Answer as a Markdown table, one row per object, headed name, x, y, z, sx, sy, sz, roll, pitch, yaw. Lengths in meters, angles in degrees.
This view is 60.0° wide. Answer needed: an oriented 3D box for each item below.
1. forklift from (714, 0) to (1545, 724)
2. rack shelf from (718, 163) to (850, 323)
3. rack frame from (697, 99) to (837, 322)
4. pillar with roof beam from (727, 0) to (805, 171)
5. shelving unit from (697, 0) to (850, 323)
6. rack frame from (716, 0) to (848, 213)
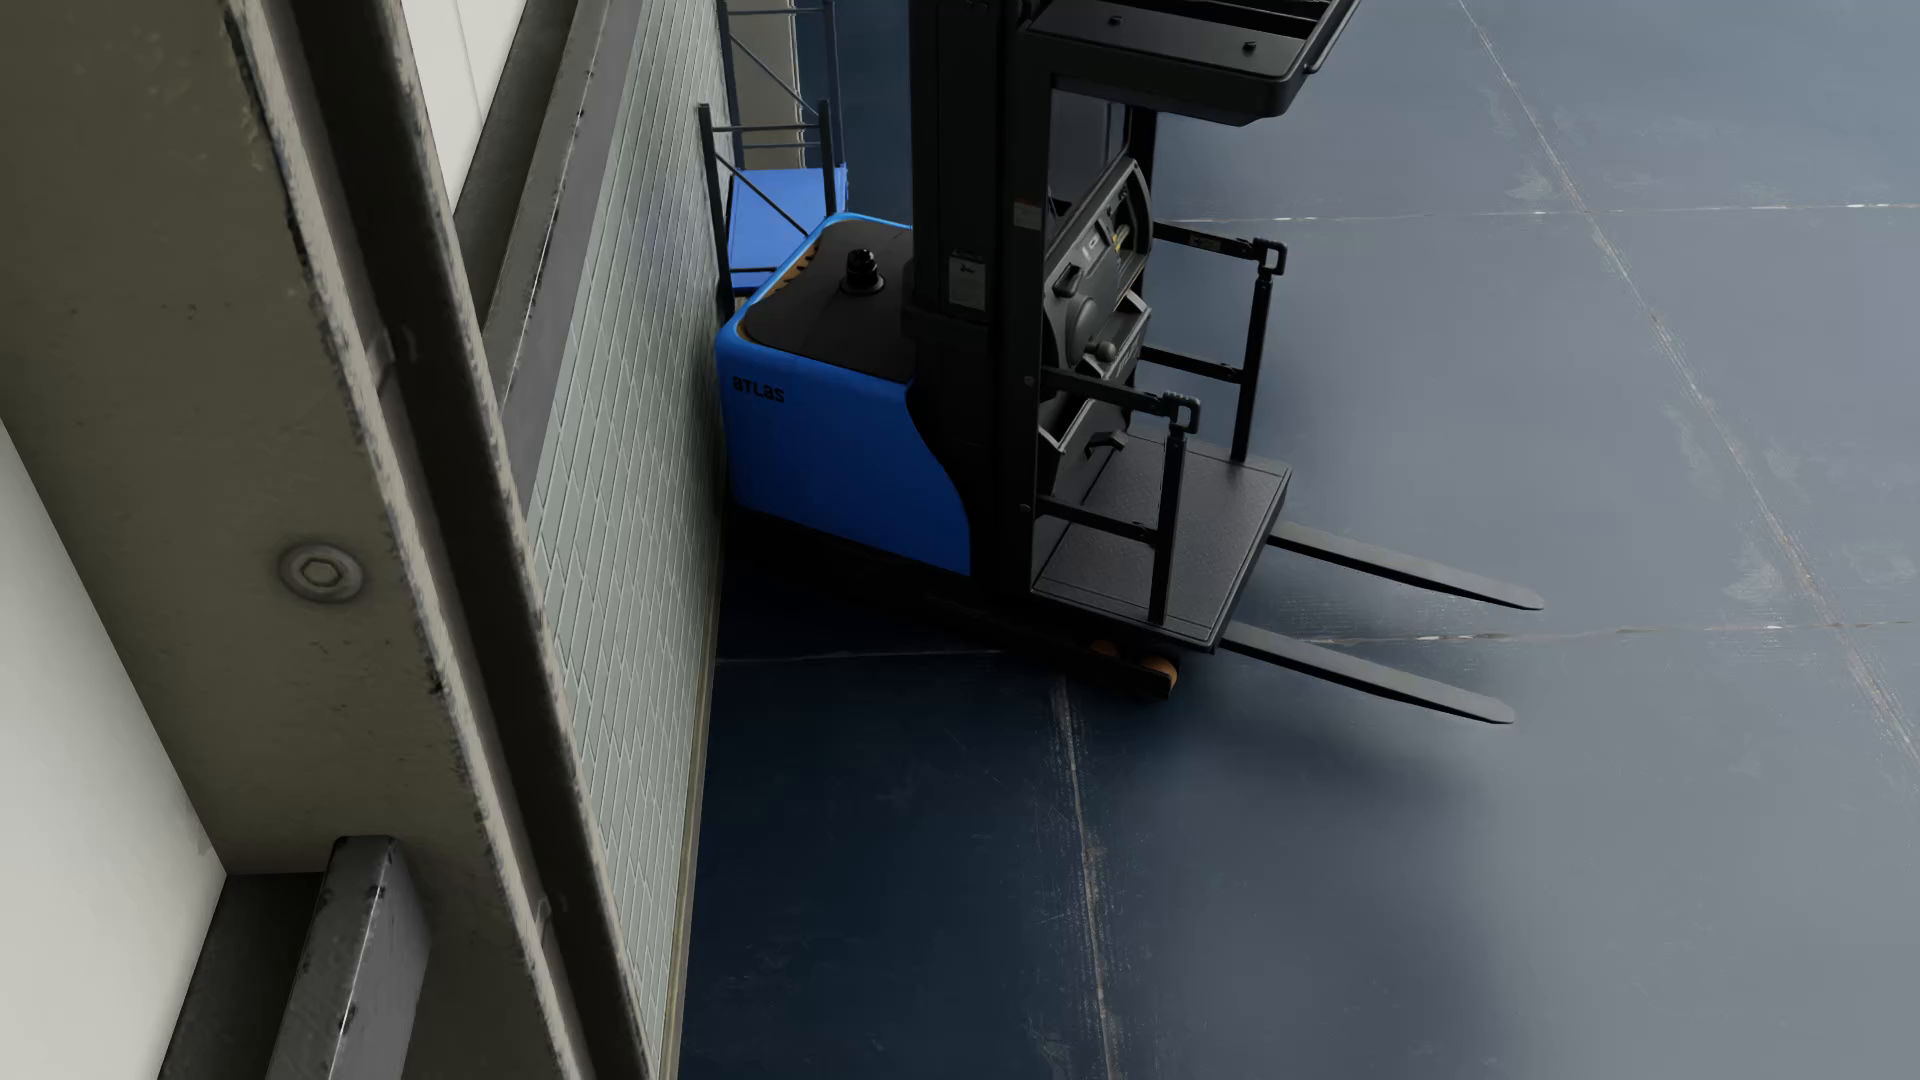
| name | x | y | z | sx | sy | sz | roll | pitch | yaw |
| --- | --- | --- | --- | --- | --- | --- | --- | --- | --- |
| forklift | 0.657 | -0.906 | 5.569 | 3.031 | 2.935 | 1.130 | 17 | 45 | 17 |
| rack shelf | -0.760 | -1.324 | 7.346 | 0.538 | 0.185 | 1.000 | -2 | 43 | -1 |
| rack frame | -0.740 | -1.114 | 6.850 | 0.500 | 1.500 | 0.032 | -2 | 43 | -1 |
| pillar with roof beam | 3.368 | -5.019 | 5.566 | 9.100 | 9.000 | 0.400 | -2 | 43 | -2 |
| shelving unit | -0.762 | -1.457 | 7.225 | 0.538 | 1.500 | 1.048 | -2 | 43 | -1 |
| rack frame | -0.784 | -1.800 | 7.599 | 0.500 | 1.500 | 0.032 | -2 | 43 | -1 |
